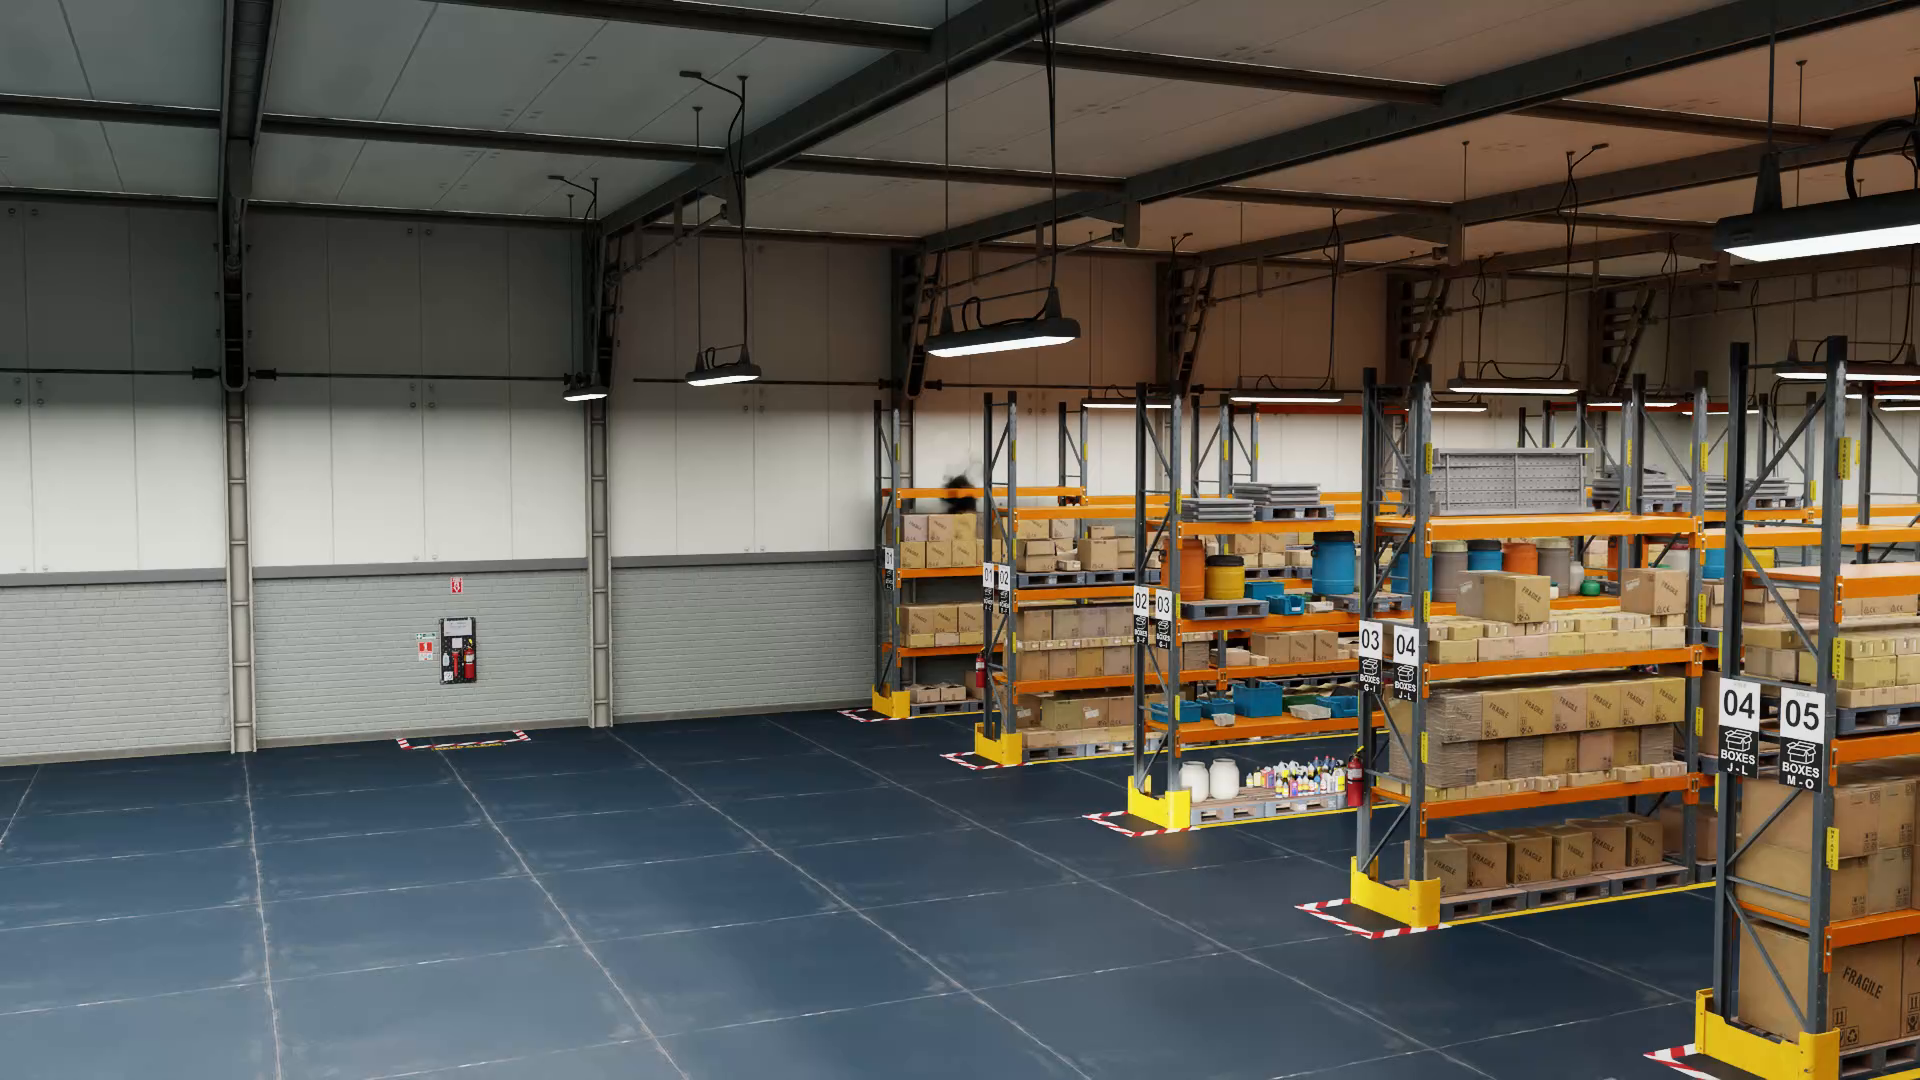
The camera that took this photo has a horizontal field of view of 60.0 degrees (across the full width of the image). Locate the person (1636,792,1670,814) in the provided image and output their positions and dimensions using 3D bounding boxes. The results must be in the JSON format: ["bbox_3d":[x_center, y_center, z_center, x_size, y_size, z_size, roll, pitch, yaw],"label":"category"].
[{"bbox_3d":[9.046,3.036,21.840,0.837,1.773,0.650,-1,4,-24],"label":"person"}]
